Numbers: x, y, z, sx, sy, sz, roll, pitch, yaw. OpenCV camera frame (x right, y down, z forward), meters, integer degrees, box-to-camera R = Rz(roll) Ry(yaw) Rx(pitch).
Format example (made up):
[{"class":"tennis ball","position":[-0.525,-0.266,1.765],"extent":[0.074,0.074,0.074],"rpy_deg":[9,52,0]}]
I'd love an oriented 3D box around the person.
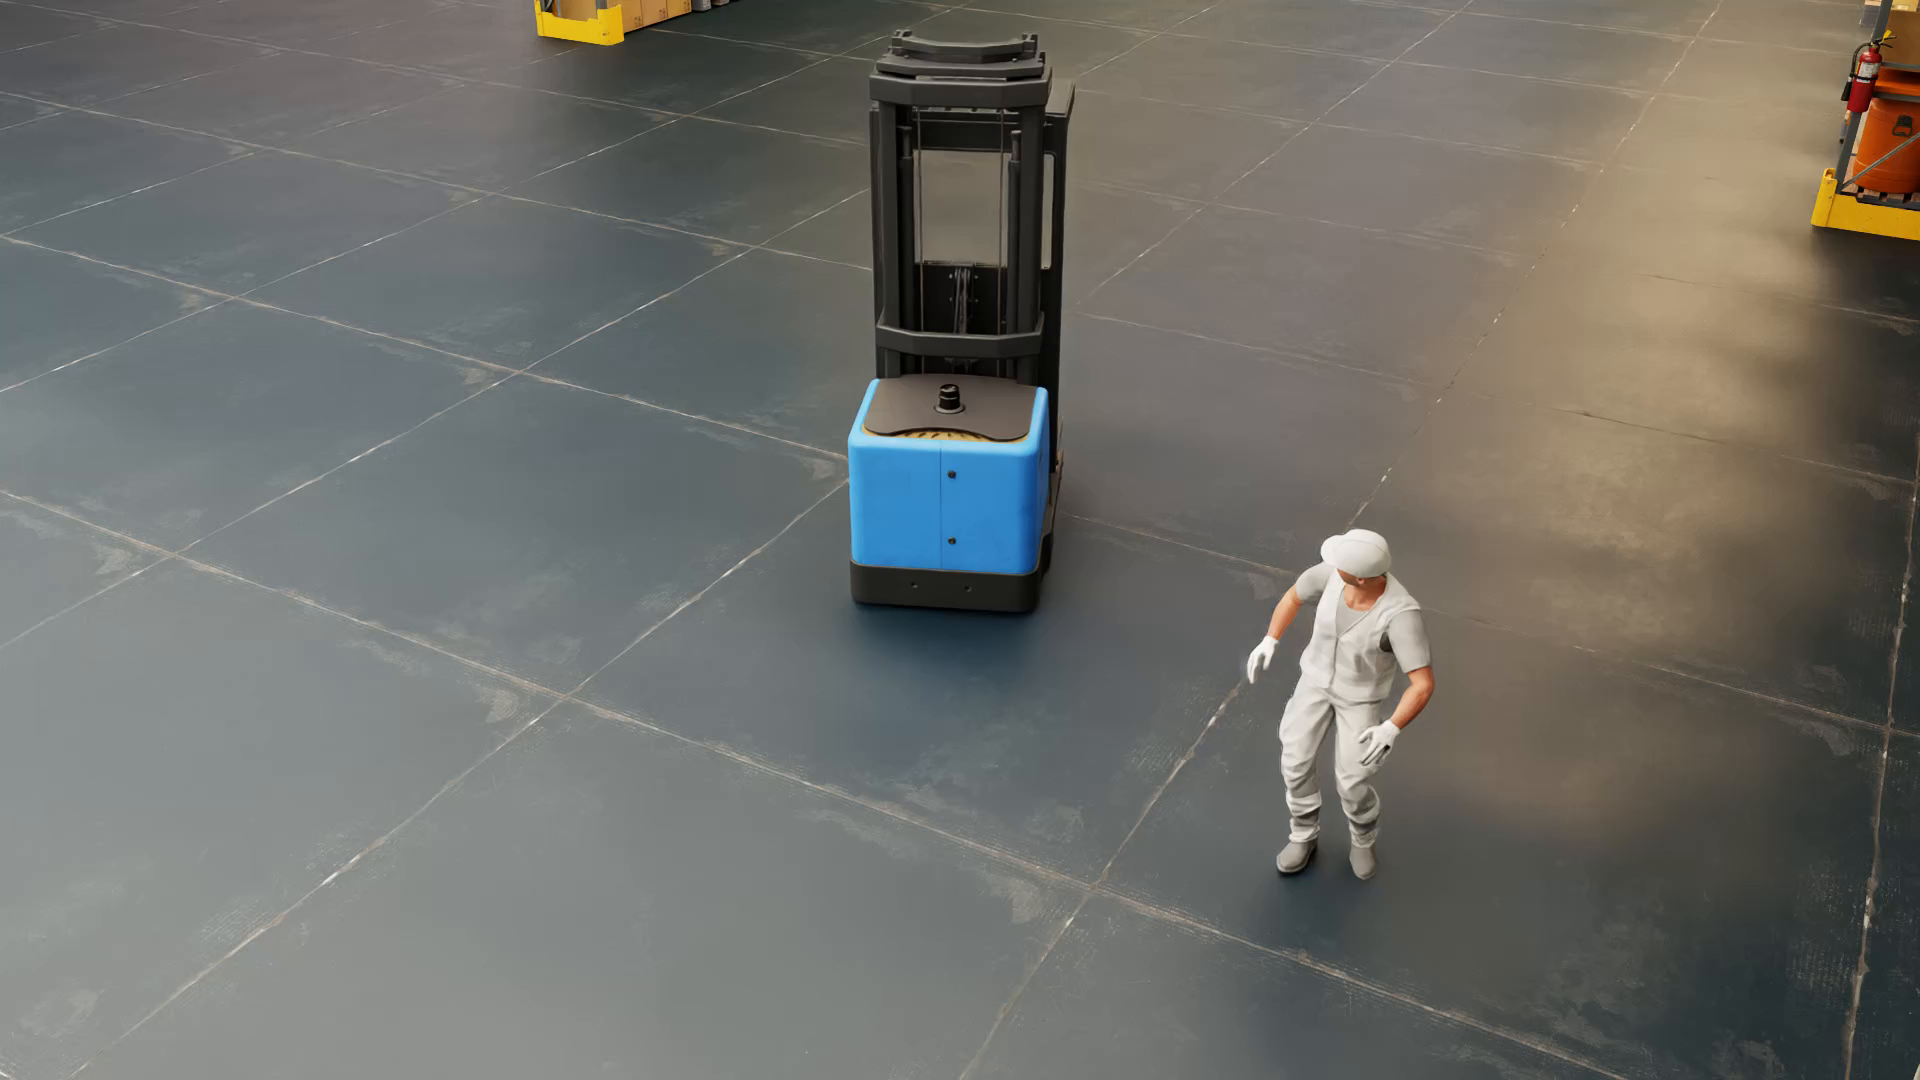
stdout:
[{"class":"person","position":[1.605,0.714,7.091],"extent":[0.784,1.722,0.675],"rpy_deg":[21,36,32]}]

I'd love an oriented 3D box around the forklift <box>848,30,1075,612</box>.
[{"class":"forklift","position":[0.075,-1.584,9.815],"extent":[1.130,2.935,3.031],"rpy_deg":[3,30,6]}]
